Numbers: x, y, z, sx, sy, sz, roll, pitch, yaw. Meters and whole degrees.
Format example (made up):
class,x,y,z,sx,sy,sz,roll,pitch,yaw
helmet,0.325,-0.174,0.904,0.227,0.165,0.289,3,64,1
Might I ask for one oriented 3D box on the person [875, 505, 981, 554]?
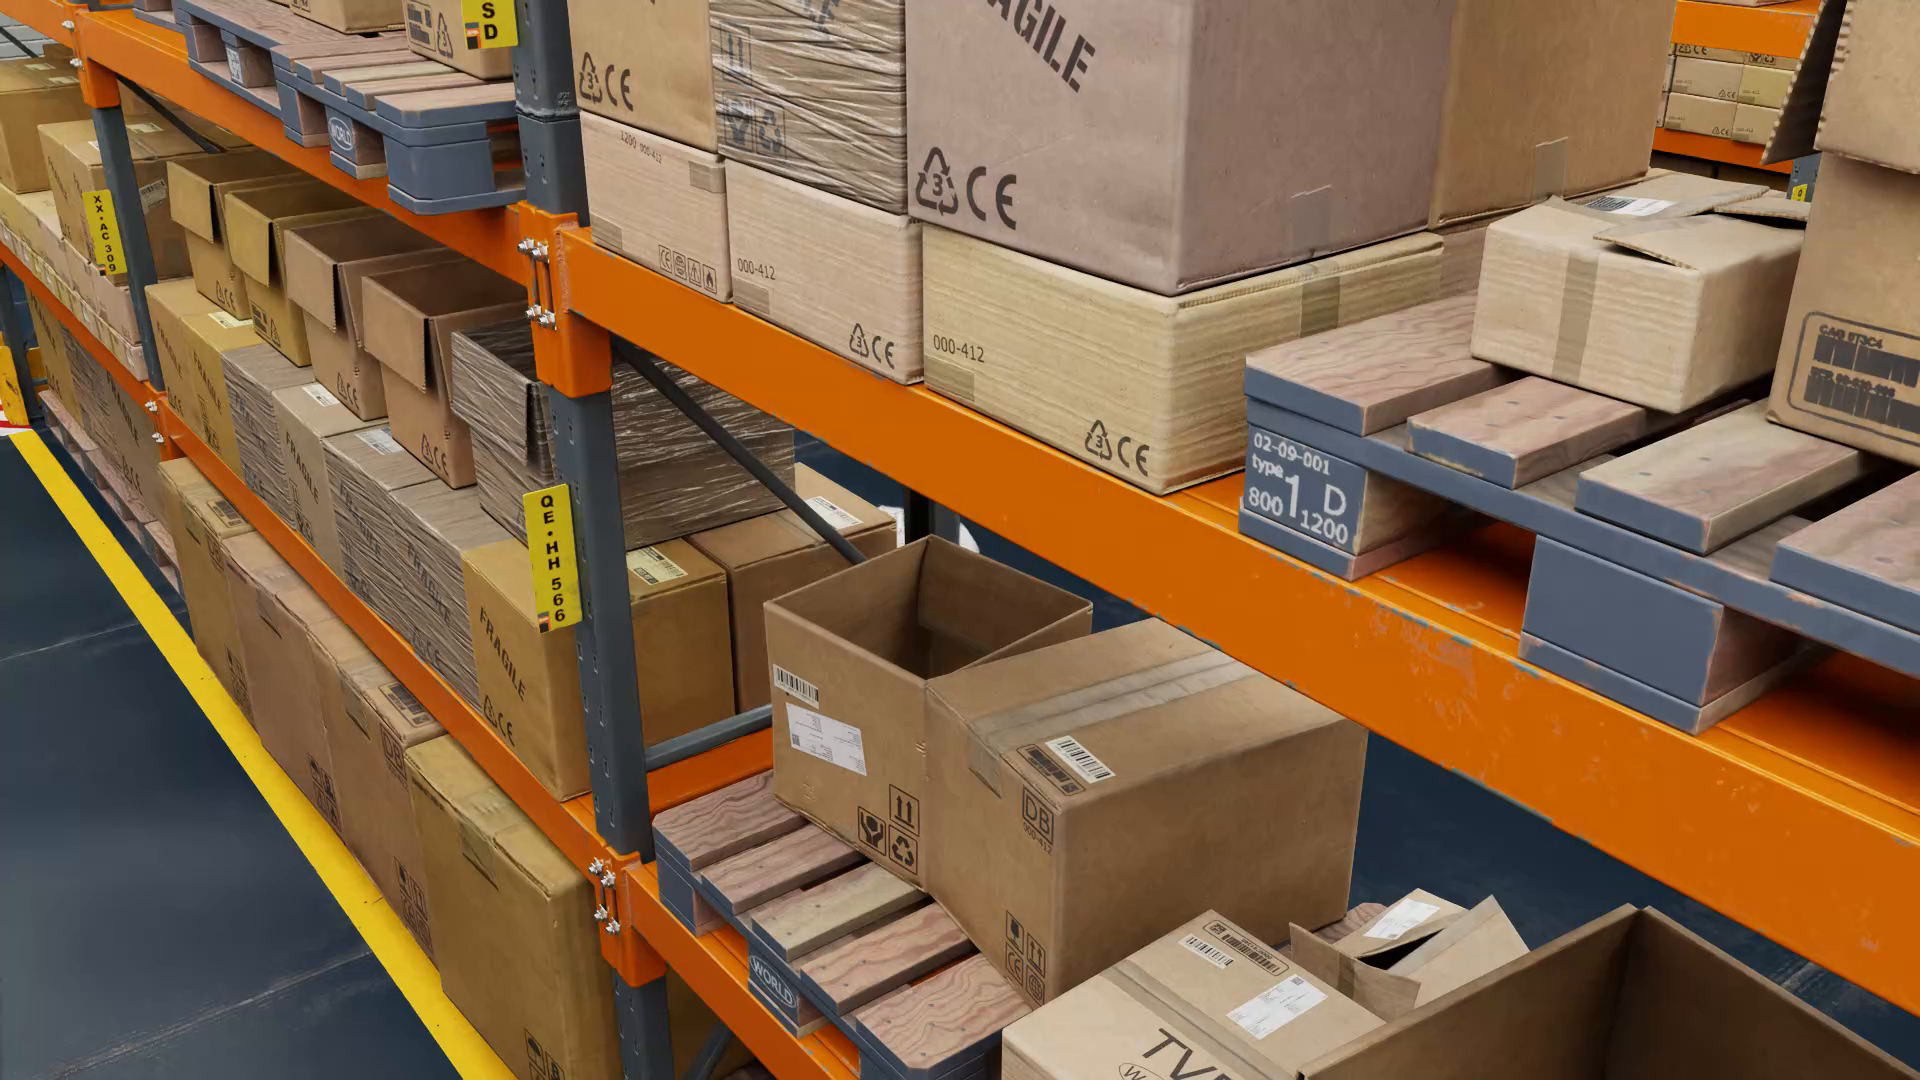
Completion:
class,x,y,z,sx,sy,sz,roll,pitch,yaw
person,-0.320,0.281,6.832,0.511,0.966,0.940,-20,32,-36
